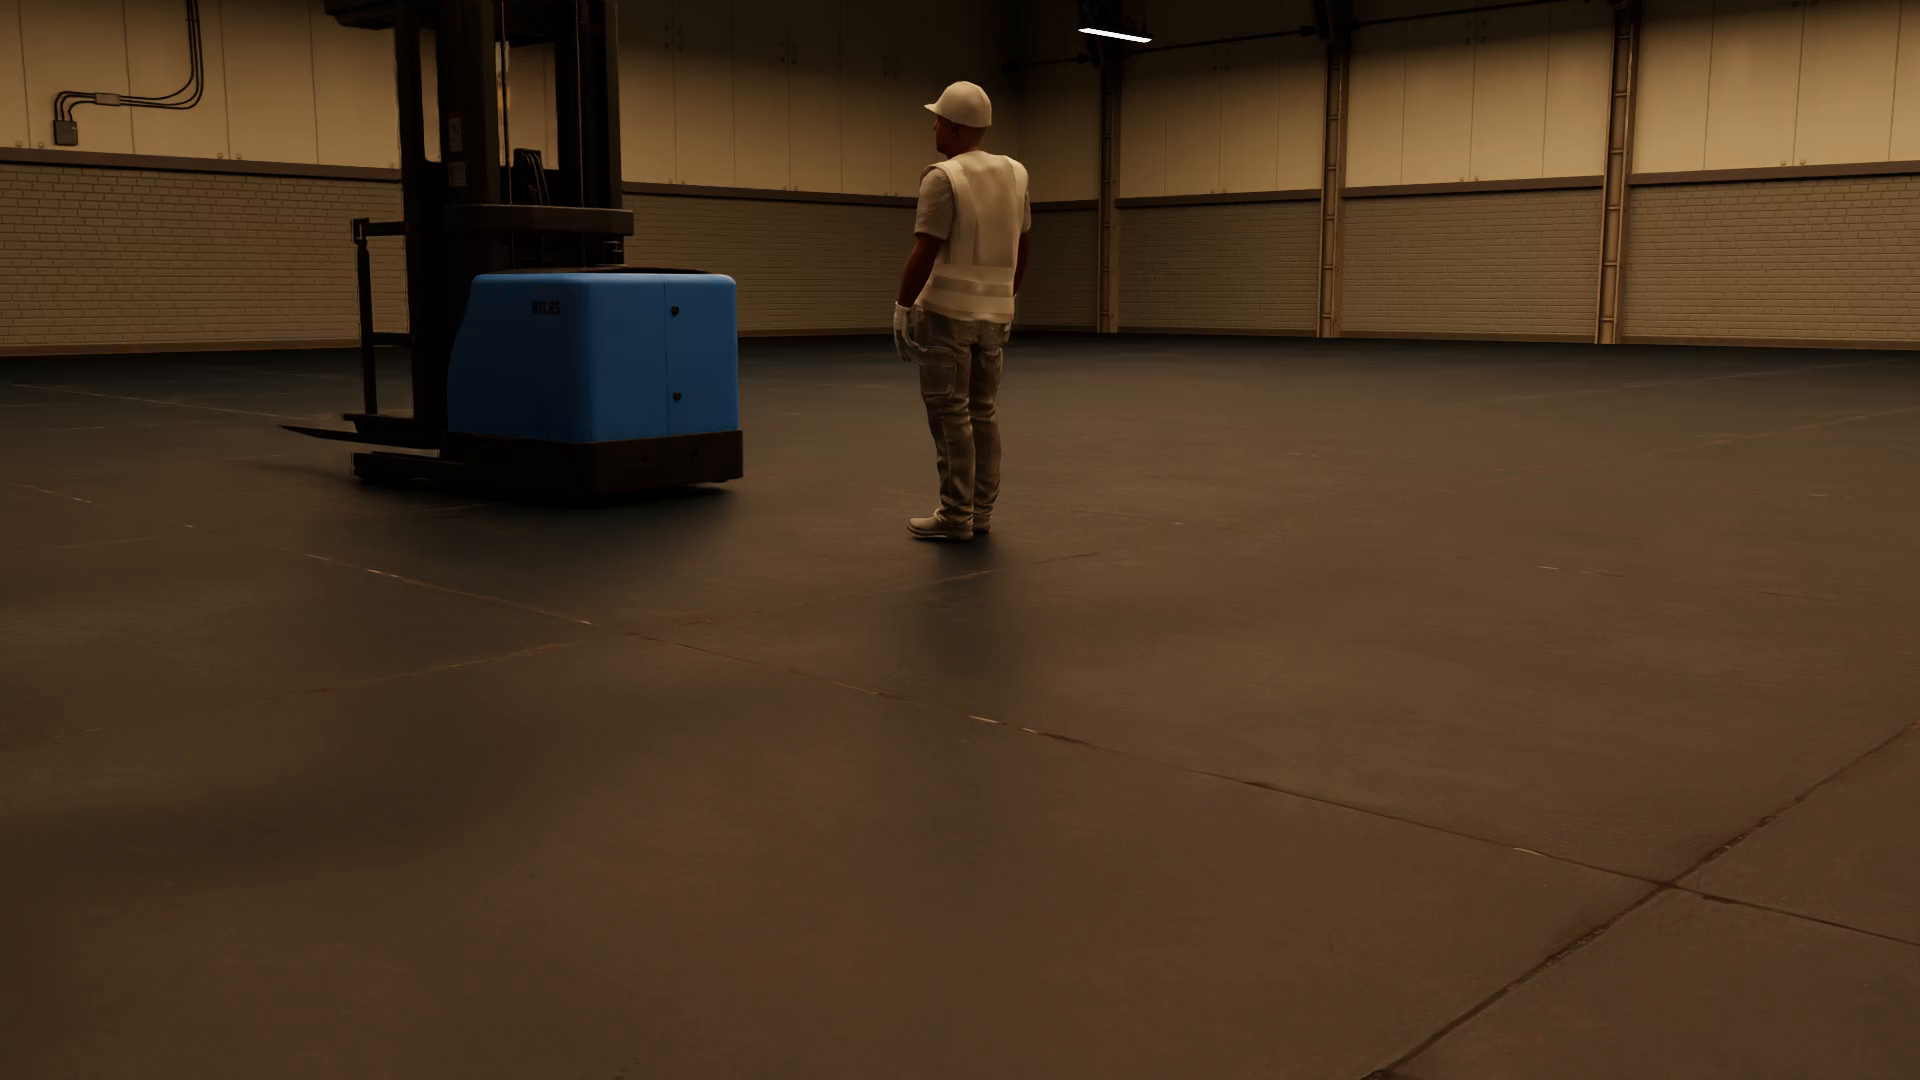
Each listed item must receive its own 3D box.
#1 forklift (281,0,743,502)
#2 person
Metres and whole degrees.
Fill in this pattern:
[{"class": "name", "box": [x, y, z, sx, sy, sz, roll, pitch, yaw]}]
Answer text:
[{"class": "forklift", "box": [-2.541, -1.779, 8.691, 3.031, 2.935, 1.130, 7, 11, 39]}, {"class": "person", "box": [-0.046, -0.898, 6.639, 0.575, 1.785, 0.657, 8, 12, 43]}]
